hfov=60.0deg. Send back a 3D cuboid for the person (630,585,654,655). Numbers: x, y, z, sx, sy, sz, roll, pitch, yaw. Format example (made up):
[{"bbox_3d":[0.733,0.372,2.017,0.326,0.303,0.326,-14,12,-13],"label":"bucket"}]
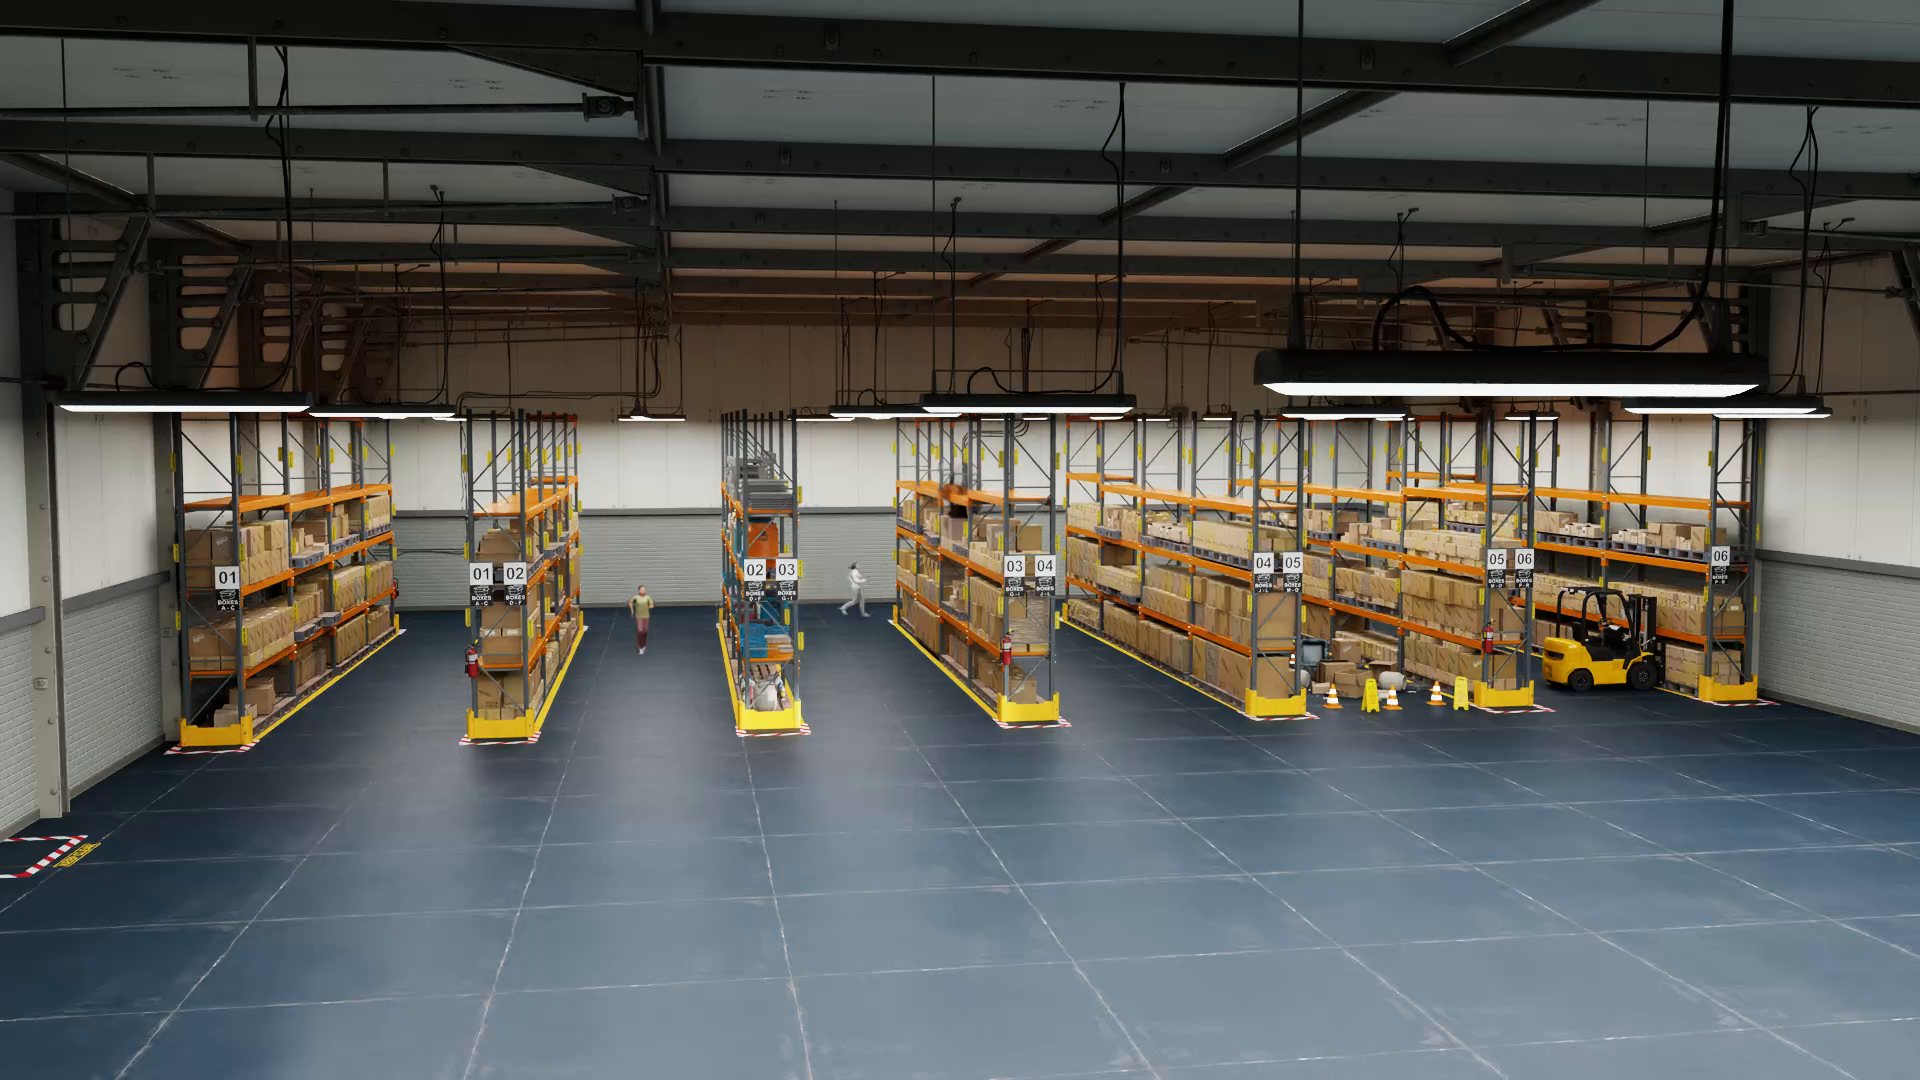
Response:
[{"bbox_3d":[-7.952,1.984,41.628,0.549,1.721,0.756,-2,4,-23],"label":"person"}]

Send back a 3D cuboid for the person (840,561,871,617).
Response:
[{"bbox_3d":[-3.093,1.442,49.148,0.905,1.672,0.622,0,4,-1],"label":"person"}]

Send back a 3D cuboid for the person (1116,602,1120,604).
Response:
[{"bbox_3d":[4.725,1.431,49.376,0.704,1.764,0.782,-3,5,-35],"label":"person"}]
